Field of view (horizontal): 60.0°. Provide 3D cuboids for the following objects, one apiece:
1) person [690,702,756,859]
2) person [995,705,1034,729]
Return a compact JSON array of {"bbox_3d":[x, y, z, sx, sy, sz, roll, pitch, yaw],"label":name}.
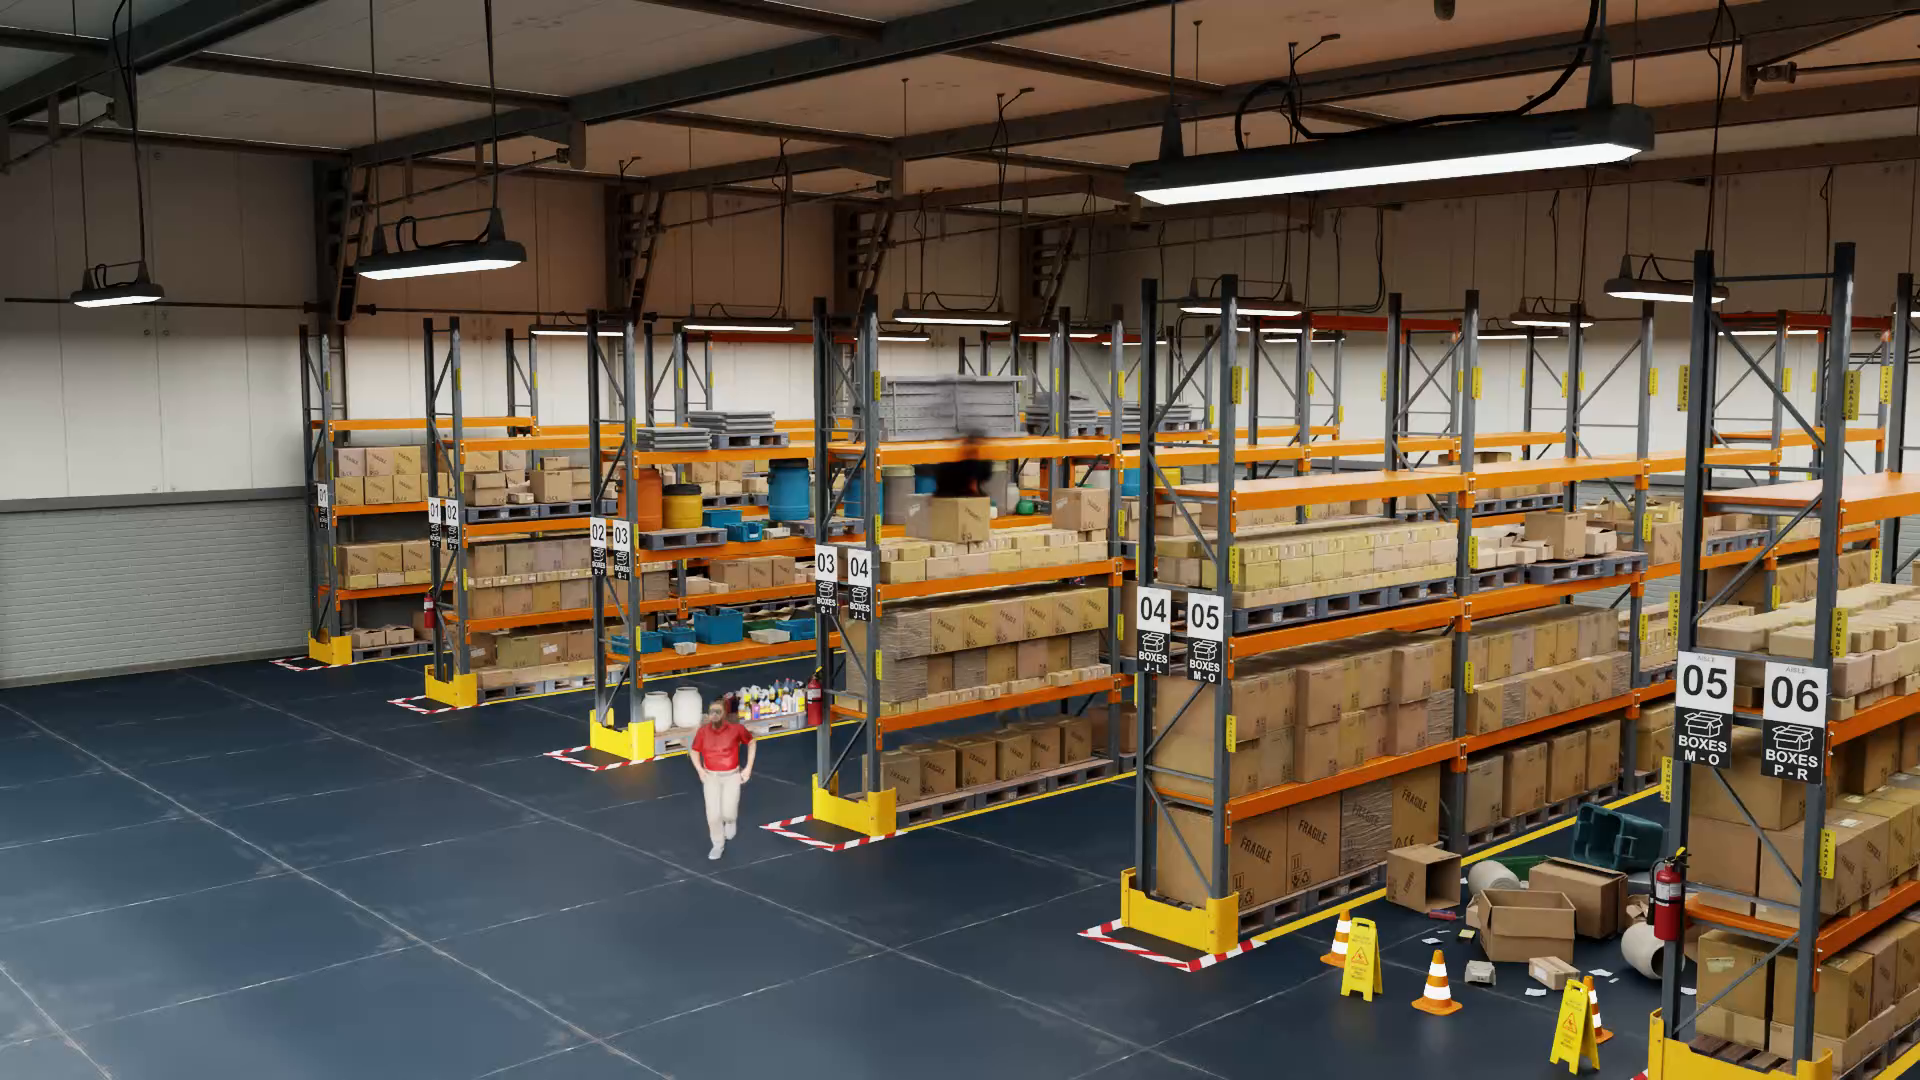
[{"bbox_3d":[-2.532,2.553,17.716,0.688,1.693,0.633,0,6,2],"label":"person"},{"bbox_3d":[0.750,2.056,22.594,0.536,1.721,0.801,5,7,39],"label":"person"}]
